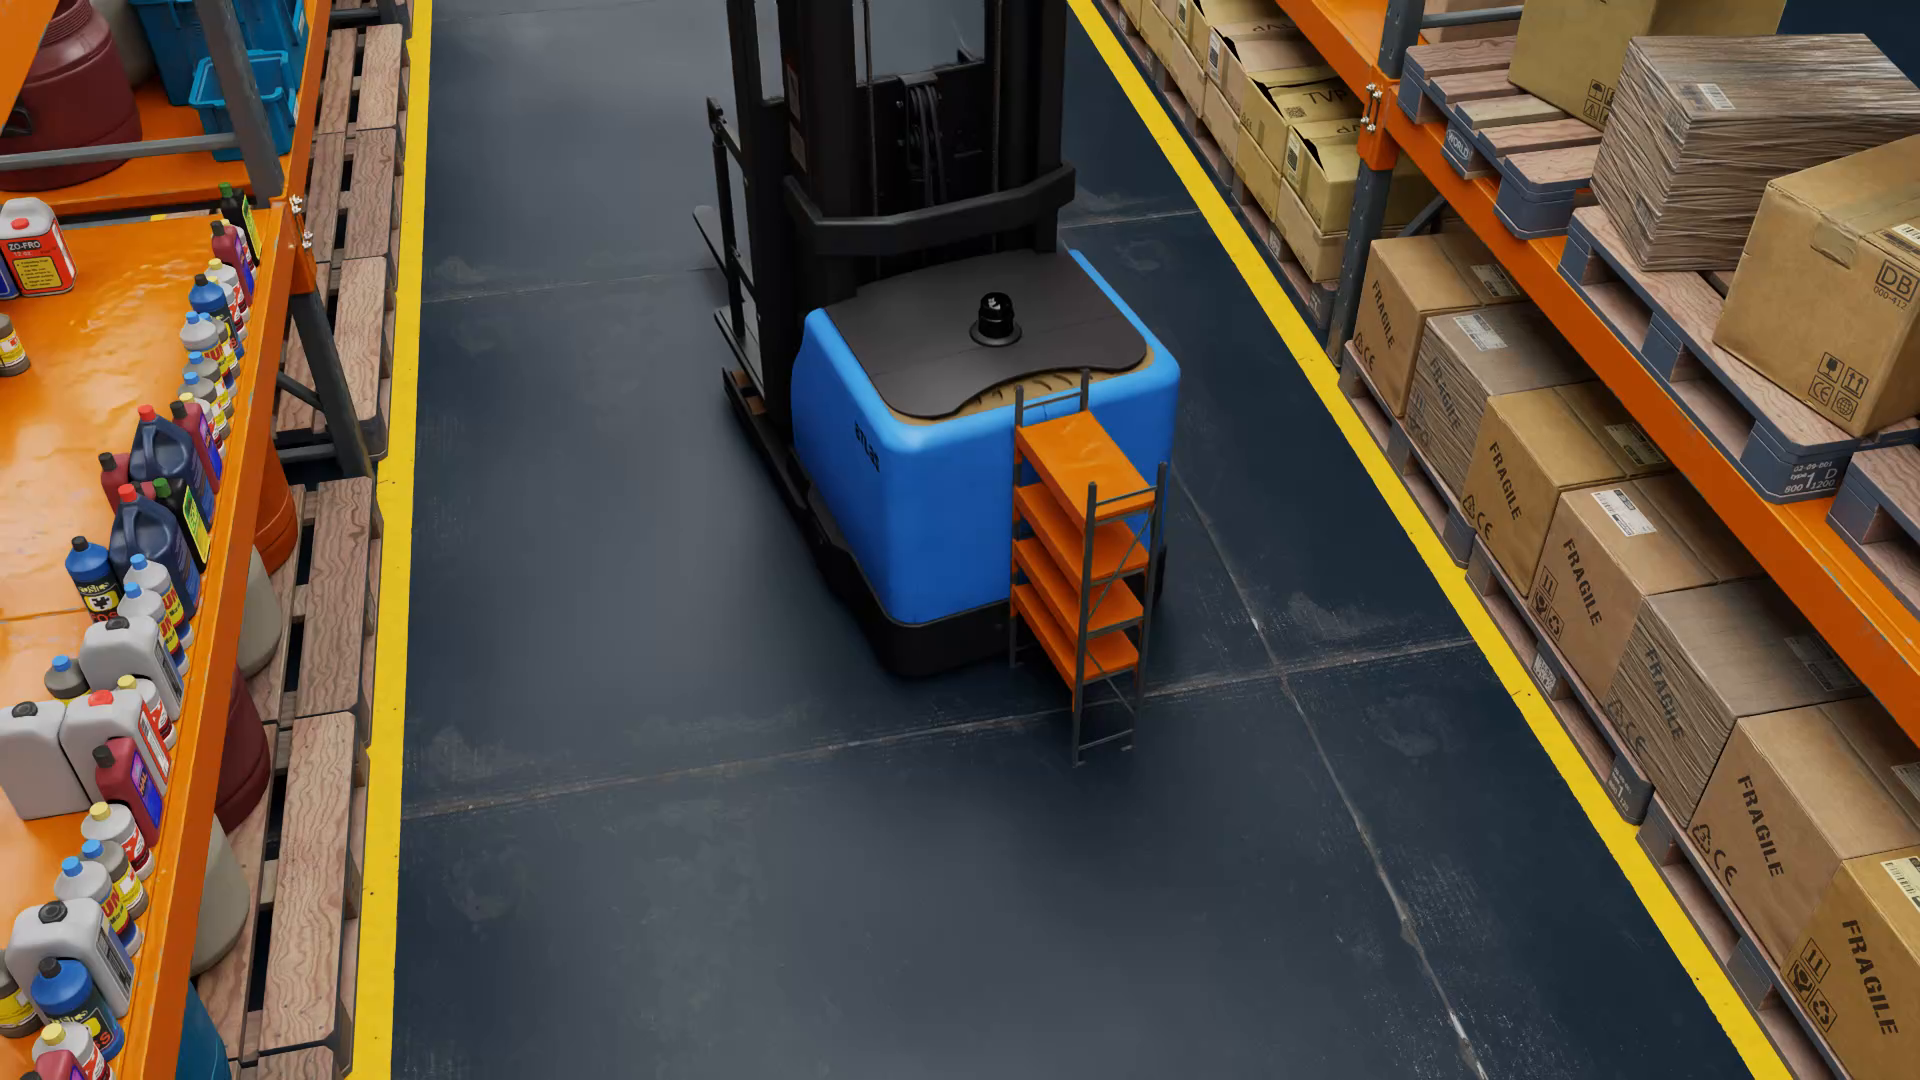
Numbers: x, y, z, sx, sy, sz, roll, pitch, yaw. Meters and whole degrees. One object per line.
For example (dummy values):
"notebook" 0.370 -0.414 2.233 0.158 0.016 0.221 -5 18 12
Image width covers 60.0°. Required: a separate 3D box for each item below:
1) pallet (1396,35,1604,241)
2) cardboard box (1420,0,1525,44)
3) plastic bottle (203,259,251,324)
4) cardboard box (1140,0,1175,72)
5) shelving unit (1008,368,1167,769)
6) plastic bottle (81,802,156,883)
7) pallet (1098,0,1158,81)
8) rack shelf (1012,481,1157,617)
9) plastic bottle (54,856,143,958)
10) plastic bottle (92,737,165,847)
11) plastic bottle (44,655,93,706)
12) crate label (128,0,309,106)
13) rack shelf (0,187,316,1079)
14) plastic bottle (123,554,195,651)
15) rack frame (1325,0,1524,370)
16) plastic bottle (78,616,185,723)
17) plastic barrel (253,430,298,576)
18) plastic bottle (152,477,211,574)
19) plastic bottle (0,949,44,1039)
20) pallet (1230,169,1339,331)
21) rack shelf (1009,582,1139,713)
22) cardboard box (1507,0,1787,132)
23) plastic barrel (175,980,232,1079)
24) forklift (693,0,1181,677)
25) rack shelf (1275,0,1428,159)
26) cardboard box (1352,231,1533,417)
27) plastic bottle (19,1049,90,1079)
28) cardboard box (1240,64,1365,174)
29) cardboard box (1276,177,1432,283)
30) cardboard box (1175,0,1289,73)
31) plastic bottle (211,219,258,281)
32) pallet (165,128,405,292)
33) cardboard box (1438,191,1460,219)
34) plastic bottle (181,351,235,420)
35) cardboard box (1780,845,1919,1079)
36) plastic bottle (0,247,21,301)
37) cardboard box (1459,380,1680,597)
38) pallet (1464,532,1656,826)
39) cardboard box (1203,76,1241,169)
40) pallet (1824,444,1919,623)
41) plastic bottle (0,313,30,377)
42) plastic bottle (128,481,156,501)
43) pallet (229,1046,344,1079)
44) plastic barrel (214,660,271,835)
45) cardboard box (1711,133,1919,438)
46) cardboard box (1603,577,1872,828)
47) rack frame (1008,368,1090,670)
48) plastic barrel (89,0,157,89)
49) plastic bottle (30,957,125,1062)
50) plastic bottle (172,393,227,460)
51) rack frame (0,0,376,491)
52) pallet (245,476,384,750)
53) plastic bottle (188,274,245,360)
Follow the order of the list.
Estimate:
"pallet" 2.288 -1.456 5.776 1.213 0.211 1.003 -8 42 -9
"cardboard box" 2.037 -2.166 6.498 0.500 0.311 0.500 -6 42 -7
"plastic bottle" -2.204 -0.748 4.983 0.097 0.201 0.097 0 42 0
"cardboard box" 1.278 -2.715 8.804 0.500 0.250 0.500 -10 42 -11
"shelving unit" 0.375 0.113 5.219 0.258 1.200 0.503 -16 44 -17
"plastic bottle" -1.748 0.620 3.442 0.097 0.201 0.097 0 42 0
"pallet" 1.407 -3.036 9.511 1.003 0.211 1.213 -8 42 -9
"rack shelf" 0.375 -0.004 5.115 0.258 0.148 0.480 -16 44 -17
"plastic bottle" -1.706 0.720 3.276 0.097 0.271 0.097 0 42 0
"plastic bottle" -1.755 0.512 3.502 0.061 0.283 0.133 -8 42 -9
"plastic bottle" -1.997 0.342 3.755 0.097 0.201 0.097 0 42 0
"crate label" -2.715 -1.946 6.156 0.502 0.435 0.616 -8 42 -9
"rack shelf" -2.333 0.315 4.177 1.077 0.370 4.000 -8 42 -9
"plastic bottle" -1.898 0.143 3.926 0.097 0.271 0.097 0 42 0
"rack frame" 2.073 -1.958 6.196 1.000 3.000 0.127 -8 42 -9
"plastic bottle" -1.879 0.284 3.764 0.152 0.276 0.135 -8 42 -9
"plastic barrel" -2.642 -0.281 5.625 0.600 0.830 0.708 -8 42 -9
"plastic bottle" -1.945 -0.058 4.144 0.061 0.283 0.133 -8 42 -9
"plastic bottle" -1.826 0.855 3.177 0.097 0.201 0.097 0 42 0
"pallet" 1.933 -1.454 7.729 1.003 0.211 1.213 -8 42 -9
"rack shelf" 0.375 0.312 5.395 0.258 0.148 0.480 -16 44 -17
"cardboard box" 2.319 -1.760 5.581 0.700 0.500 0.500 -22 46 -23
"plastic barrel" -2.155 1.156 3.952 0.600 0.901 0.708 -8 42 -9
"forklift" -0.322 -1.617 5.864 1.130 2.935 3.031 -16 44 -17
"rack shelf" 1.641 -2.985 7.895 1.077 0.370 4.000 -8 42 -9
"cardboard box" 1.892 -0.851 6.501 0.500 0.500 0.500 -7 42 -7
"plastic bottle" -1.592 1.001 2.951 0.061 0.283 0.133 -8 42 -9
"cardboard box" 1.601 -1.936 7.504 0.500 0.311 0.500 -9 42 -10
"cardboard box" 1.721 -1.392 7.314 0.500 0.250 0.500 -7 42 -8
"cardboard box" 1.389 -2.589 8.239 0.500 0.311 0.500 -7 42 -8
"plastic bottle" -2.253 -0.897 5.151 0.097 0.201 0.097 0 42 0
"pallet" -3.154 -1.504 7.786 1.003 0.211 1.213 -8 42 -9
"cardboard box" 2.247 -1.678 7.213 0.500 0.311 0.500 -7 42 -8
"plastic bottle" -2.099 -0.432 4.627 0.097 0.201 0.097 0 42 0
"cardboard box" 2.550 1.127 4.273 0.500 0.500 0.500 -9 42 -10
"plastic bottle" -2.987 -0.877 5.072 0.152 0.276 0.135 -8 42 -9
"cardboard box" 2.114 -0.187 5.753 0.500 0.500 0.500 -9 42 -10
"pallet" 2.457 0.364 5.681 1.003 0.211 1.213 -8 42 -9
"cardboard box" 1.501 -2.052 8.058 0.500 0.250 0.500 -7 42 -8
"pallet" 2.871 0.173 3.940 1.003 0.211 1.213 -8 42 -9
"plastic bottle" -2.769 -0.579 4.793 0.097 0.201 0.097 0 42 0
"plastic bottle" -2.005 -0.050 4.134 0.061 0.283 0.133 -8 42 -9
"pallet" -2.027 1.879 3.974 1.003 0.211 1.213 -8 42 -9
"plastic barrel" -2.398 0.541 4.881 0.600 0.588 0.708 -8 42 -9
"cardboard box" 2.495 -0.696 4.382 0.700 0.500 0.500 -19 45 -20
"cardboard box" 2.344 0.480 5.001 0.500 0.500 0.500 -8 42 -9
"rack frame" 0.279 -0.036 5.387 0.240 1.200 0.015 -16 44 -17
"plastic barrel" -3.195 -1.928 6.078 0.421 0.512 0.421 0 42 0
"plastic bottle" -1.656 0.870 3.107 0.097 0.271 0.097 0 42 0
"plastic bottle" -2.057 -0.306 4.485 0.097 0.201 0.097 0 42 0
"rack frame" -2.764 -1.250 5.399 1.000 3.000 0.127 -8 42 -9
"pallet" -2.554 0.298 5.756 1.003 0.211 1.213 -8 42 -9
"plastic bottle" -2.162 -0.648 4.817 0.097 0.271 0.097 0 42 0
